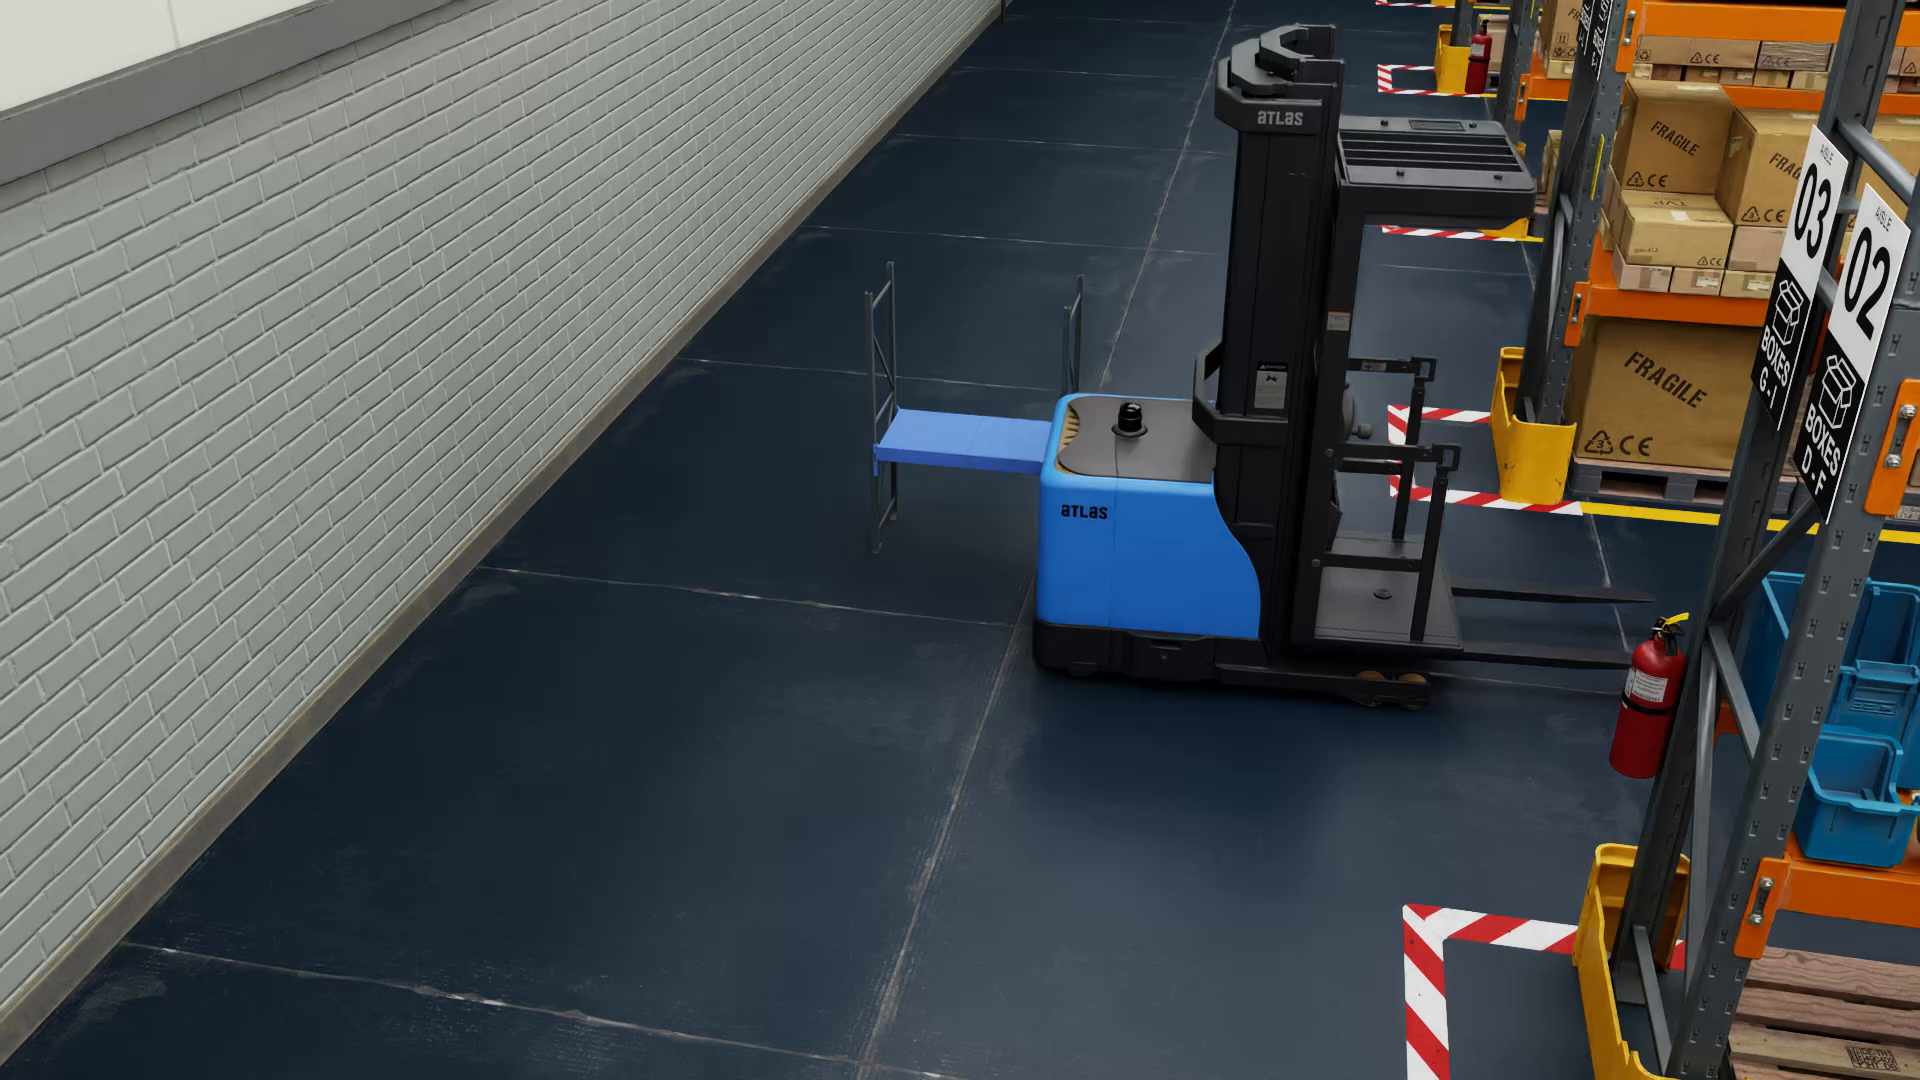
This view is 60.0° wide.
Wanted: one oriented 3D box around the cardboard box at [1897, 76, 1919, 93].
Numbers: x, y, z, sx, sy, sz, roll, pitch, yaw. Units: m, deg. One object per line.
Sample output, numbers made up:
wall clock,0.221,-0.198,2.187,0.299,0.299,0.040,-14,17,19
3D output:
cardboard box,7.414,-3.611,12.985,0.250,0.149,0.380,5,29,9

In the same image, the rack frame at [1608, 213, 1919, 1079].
rack frame,2.422,0.529,5.161,0.127,3.000,1.000,6,29,11

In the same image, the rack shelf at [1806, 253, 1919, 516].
rack shelf,4.378,-0.271,4.247,4.000,0.370,1.077,6,29,11

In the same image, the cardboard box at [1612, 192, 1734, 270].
cardboard box,3.870,-1.687,9.054,0.500,0.250,0.500,5,29,9

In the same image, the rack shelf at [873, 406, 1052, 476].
rack shelf,0.081,-0.494,8.965,1.000,0.185,0.538,6,29,10

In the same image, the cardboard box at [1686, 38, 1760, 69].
cardboard box,5.978,-4.019,13.054,0.500,0.500,0.500,6,29,11

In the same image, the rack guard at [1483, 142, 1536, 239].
rack guard,4.666,-3.012,14.232,0.348,0.500,1.175,6,29,11

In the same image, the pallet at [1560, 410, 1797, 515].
pallet,4.255,-0.531,10.000,1.213,0.211,1.003,6,29,11

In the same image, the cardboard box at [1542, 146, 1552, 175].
cardboard box,5.167,-3.262,14.306,0.250,0.149,0.380,5,29,9

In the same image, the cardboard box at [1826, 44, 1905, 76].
cardboard box,6.977,-3.909,12.852,0.500,0.500,0.500,6,29,10

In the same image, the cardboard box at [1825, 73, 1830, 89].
cardboard box,6.895,-3.655,13.063,0.250,0.149,0.380,5,29,10

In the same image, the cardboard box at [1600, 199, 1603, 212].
cardboard box,5.310,-2.860,13.881,0.250,0.149,0.380,6,29,10

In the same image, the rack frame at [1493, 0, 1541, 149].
rack frame,4.591,-4.116,13.645,0.127,3.000,1.000,6,29,11

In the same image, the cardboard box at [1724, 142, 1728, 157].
cardboard box,6.424,-3.224,13.926,0.250,0.149,0.380,5,29,9

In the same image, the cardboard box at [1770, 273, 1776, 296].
cardboard box,4.492,-1.420,8.982,0.250,0.149,0.380,5,29,10

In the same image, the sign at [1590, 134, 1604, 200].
sign,3.335,-1.952,8.707,0.005,0.325,0.100,6,29,11

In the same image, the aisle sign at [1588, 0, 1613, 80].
aisle sign,3.324,-2.804,8.541,0.004,0.787,0.394,6,29,11

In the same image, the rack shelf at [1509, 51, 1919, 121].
rack shelf,6.547,-3.600,13.452,4.000,0.370,1.077,6,29,11

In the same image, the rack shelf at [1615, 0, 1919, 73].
rack shelf,5.413,-2.597,8.495,4.000,0.370,1.077,6,29,11

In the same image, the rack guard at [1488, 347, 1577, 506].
rack guard,3.433,-0.703,10.014,0.348,0.500,1.175,6,29,11

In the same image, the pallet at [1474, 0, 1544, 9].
pallet,7.413,-7.472,22.679,1.213,0.211,1.003,6,29,11

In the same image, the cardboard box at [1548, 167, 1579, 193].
cardboard box,5.050,-3.008,13.842,0.250,0.149,0.380,7,29,13

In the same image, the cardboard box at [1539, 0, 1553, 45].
cardboard box,5.085,-4.367,13.689,0.500,0.500,0.500,6,29,12

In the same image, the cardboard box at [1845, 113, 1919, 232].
cardboard box,4.867,-1.917,8.693,0.500,0.500,0.500,5,29,9

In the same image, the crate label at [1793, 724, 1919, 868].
crate label,2.595,0.755,4.859,0.303,0.233,0.416,6,29,11

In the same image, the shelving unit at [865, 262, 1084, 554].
shelving unit,0.081,-0.652,8.879,1.048,1.500,0.538,6,29,10

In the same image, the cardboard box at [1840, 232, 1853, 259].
cardboard box,4.870,-1.586,8.870,0.500,0.250,0.500,5,29,9

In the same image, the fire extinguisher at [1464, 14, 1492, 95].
fire extinguisher,4.441,-4.161,14.196,0.183,0.674,0.296,6,29,11

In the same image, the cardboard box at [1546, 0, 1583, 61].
cardboard box,4.973,-4.116,13.231,0.500,0.500,0.500,7,30,13

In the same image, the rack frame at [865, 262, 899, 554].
rack frame,-0.417,-0.701,8.969,0.032,1.500,0.500,6,29,10

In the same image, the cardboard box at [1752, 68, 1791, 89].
cardboard box,6.376,-3.687,13.123,0.250,0.149,0.380,7,29,12

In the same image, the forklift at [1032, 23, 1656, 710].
forklift,1.911,-0.764,7.593,3.031,2.935,1.130,4,29,7

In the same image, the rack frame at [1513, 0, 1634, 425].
rack frame,3.457,-1.797,9.409,0.127,3.000,1.000,6,29,11

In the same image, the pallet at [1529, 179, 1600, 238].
pallet,5.453,-2.788,14.122,1.213,0.211,1.003,6,29,11

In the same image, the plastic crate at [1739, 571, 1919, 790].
plastic crate,2.789,0.433,5.237,0.499,0.435,0.616,6,29,11

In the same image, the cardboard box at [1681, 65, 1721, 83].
cardboard box,5.891,-3.761,13.258,0.250,0.149,0.380,6,29,10

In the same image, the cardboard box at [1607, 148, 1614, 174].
cardboard box,5.328,-3.128,13.752,0.250,0.149,0.380,6,29,11

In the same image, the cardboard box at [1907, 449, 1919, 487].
cardboard box,5.860,-0.842,9.440,0.875,0.875,0.875,6,29,11

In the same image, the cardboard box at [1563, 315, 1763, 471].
cardboard box,4.099,-1.023,9.770,0.875,0.875,0.875,6,29,11

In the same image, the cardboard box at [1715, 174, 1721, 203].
cardboard box,4.482,-1.887,9.419,0.500,0.250,0.500,5,29,10

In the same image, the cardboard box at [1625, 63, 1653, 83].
cardboard box,5.349,-3.762,13.259,0.250,0.149,0.380,5,29,9

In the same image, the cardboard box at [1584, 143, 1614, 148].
cardboard box,5.396,-3.325,14.112,0.250,0.149,0.380,6,29,12

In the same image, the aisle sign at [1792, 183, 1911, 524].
aisle sign,2.290,-0.479,4.295,0.004,0.787,0.394,6,29,11

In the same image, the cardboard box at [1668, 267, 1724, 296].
cardboard box,3.986,-1.471,9.076,0.250,0.149,0.380,5,29,10
